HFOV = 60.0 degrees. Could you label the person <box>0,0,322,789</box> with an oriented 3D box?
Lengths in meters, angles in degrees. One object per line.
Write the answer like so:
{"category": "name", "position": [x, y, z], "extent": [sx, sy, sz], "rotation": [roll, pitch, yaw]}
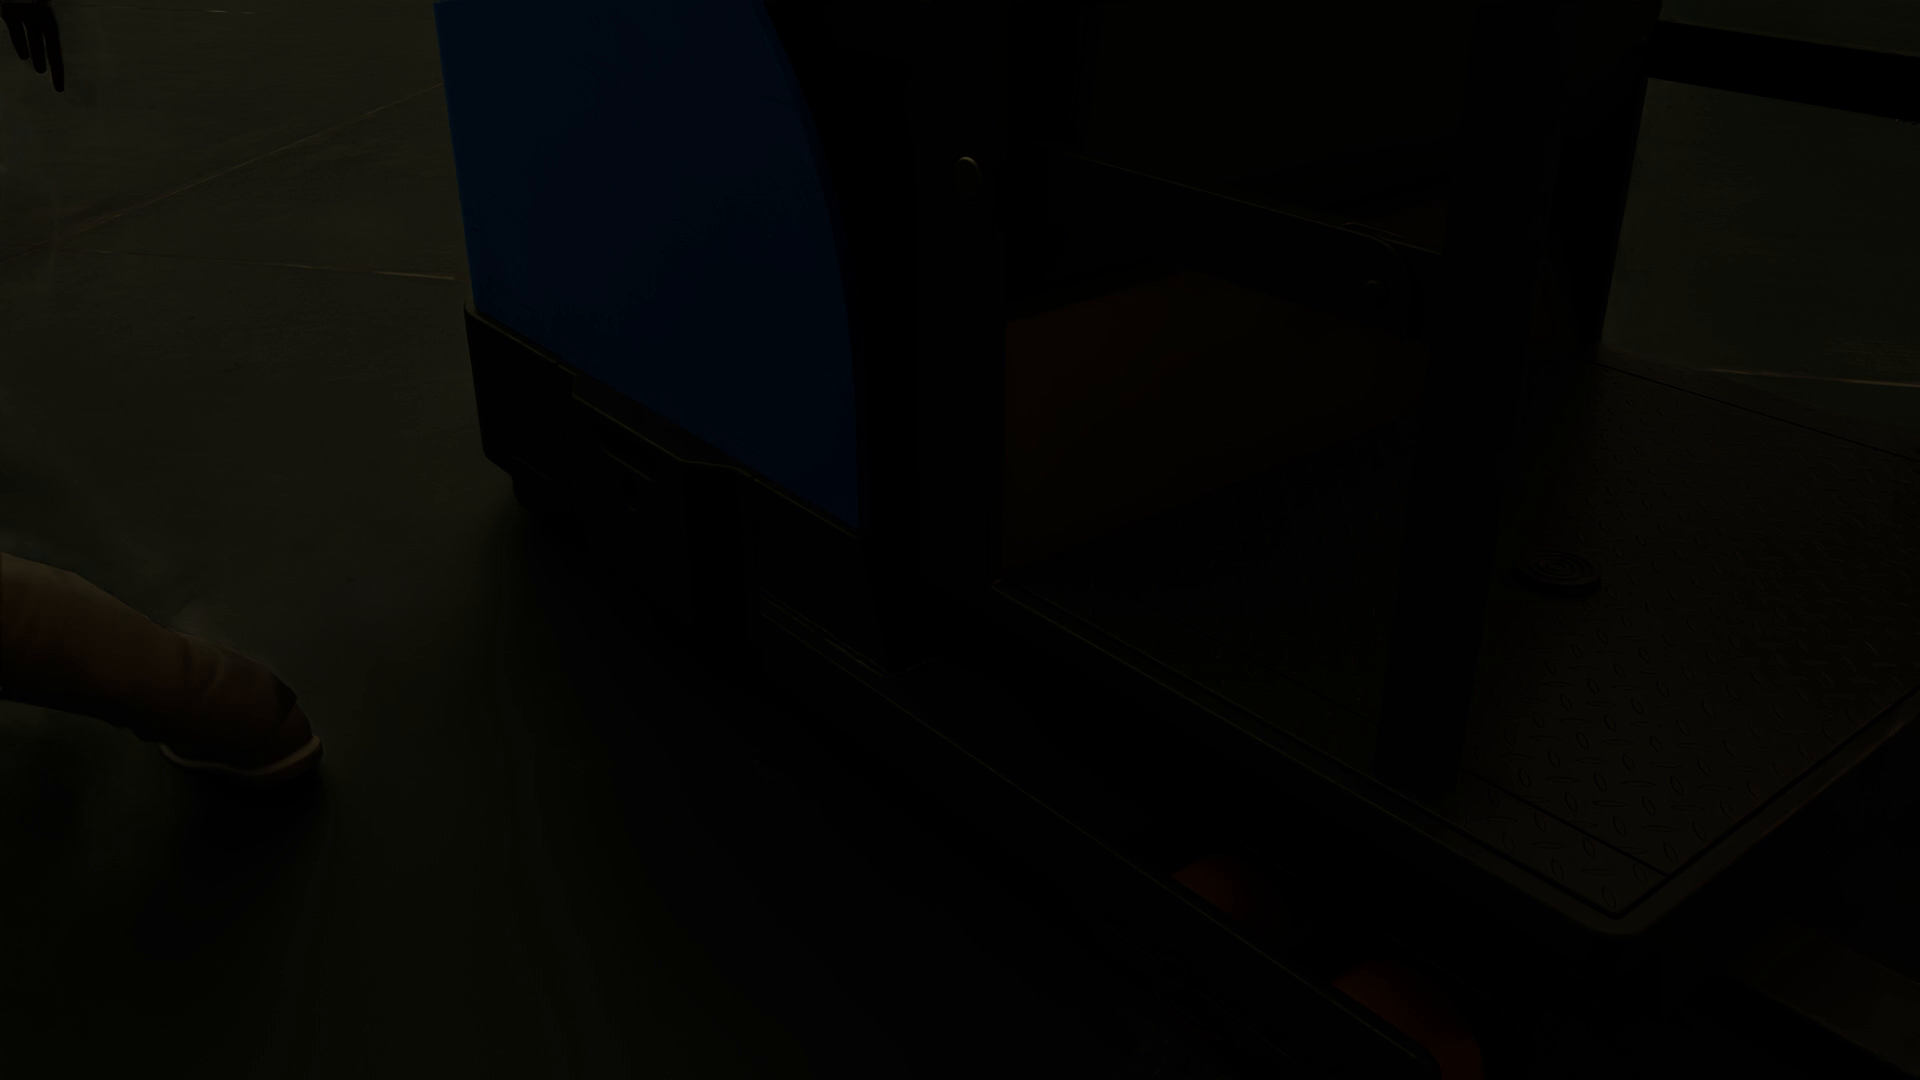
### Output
{"category": "person", "position": [-1.183, -0.293, 1.517], "extent": [0.848, 1.432, 0.899], "rotation": [10, 29, 19]}

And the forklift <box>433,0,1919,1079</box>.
{"category": "forklift", "position": [0.572, -1.030, 1.287], "extent": [1.130, 2.935, 3.031], "rotation": [-20, 33, -35]}
